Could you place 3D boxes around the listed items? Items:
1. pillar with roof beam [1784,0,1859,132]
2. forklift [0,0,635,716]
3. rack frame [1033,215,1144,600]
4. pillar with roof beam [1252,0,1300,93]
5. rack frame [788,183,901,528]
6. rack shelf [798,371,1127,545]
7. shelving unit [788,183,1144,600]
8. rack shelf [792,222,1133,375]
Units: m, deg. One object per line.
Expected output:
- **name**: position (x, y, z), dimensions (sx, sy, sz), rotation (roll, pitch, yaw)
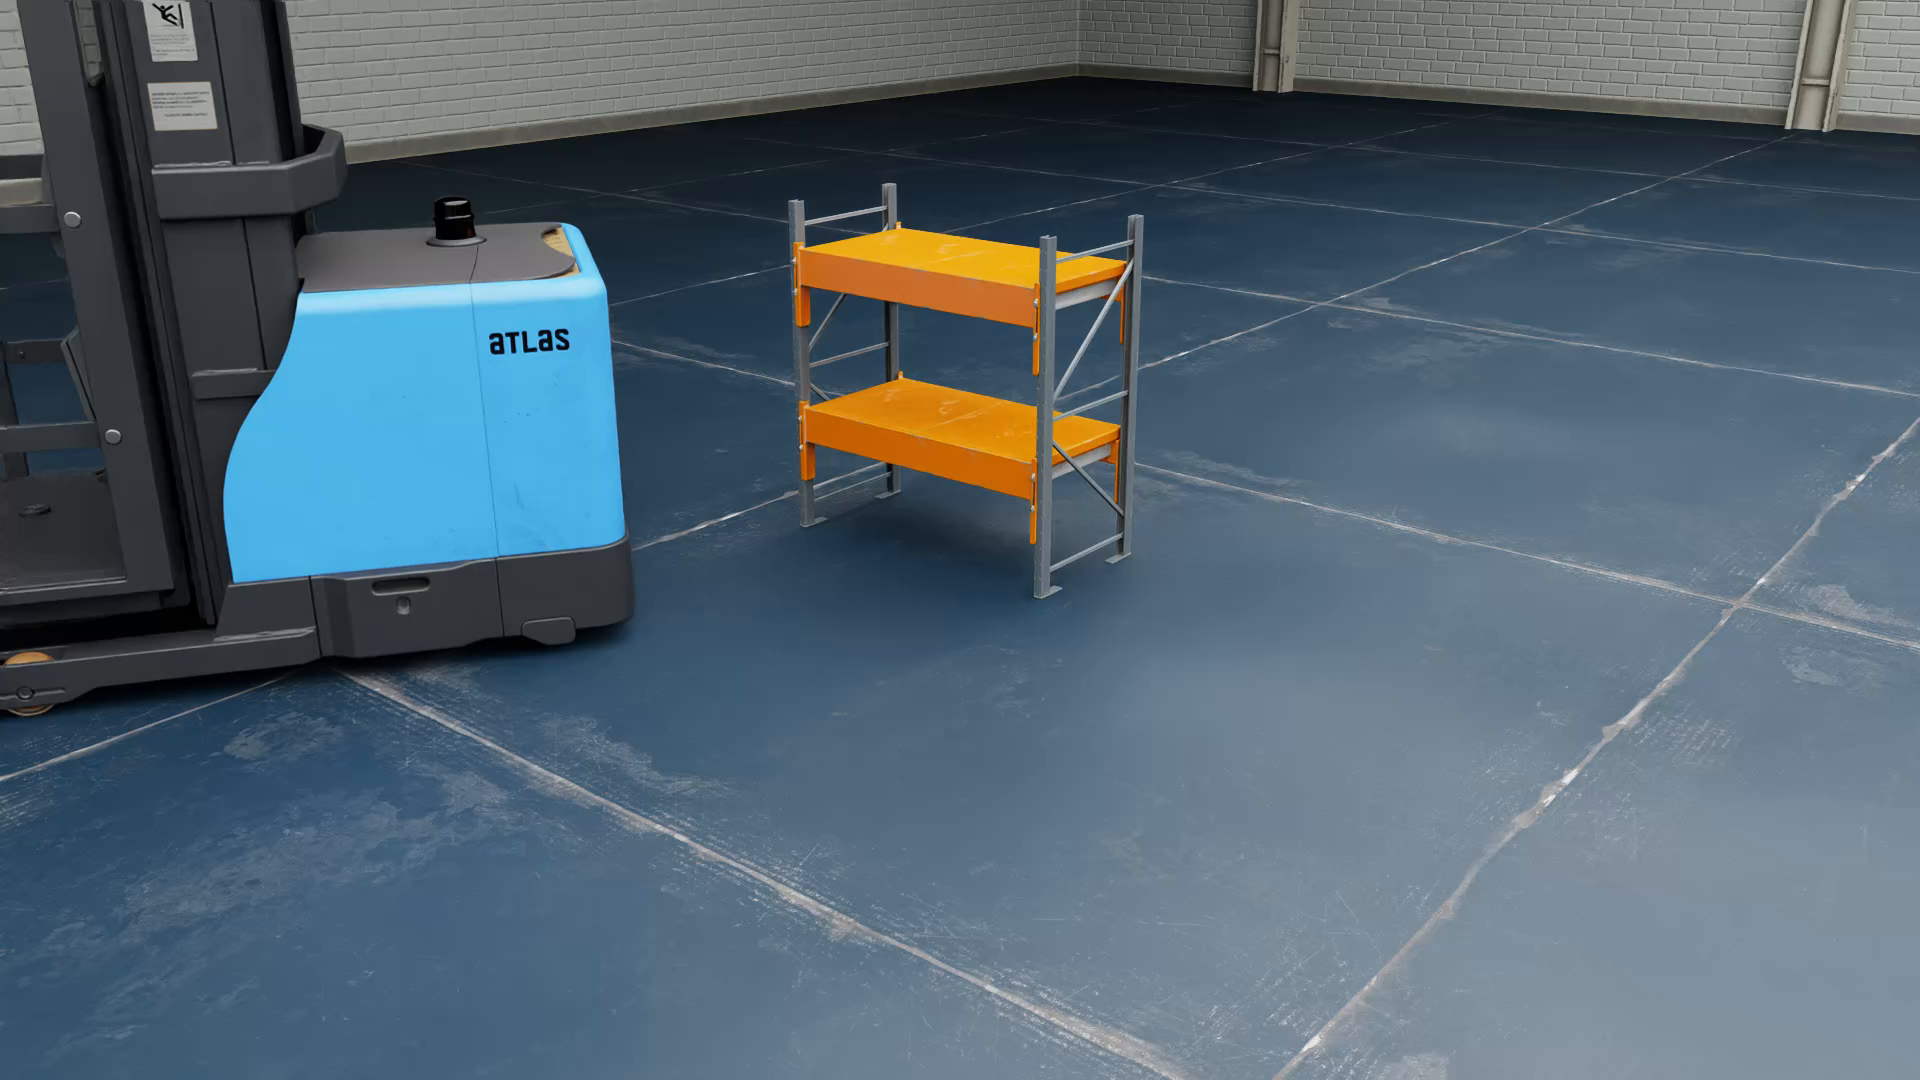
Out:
- **pillar with roof beam**: position (5.695, -7.107, 11.761), dimensions (0.400, 9.000, 9.100), rotation (16, 26, 36)
- **forklift**: position (-2.534, -1.092, 4.409), dimensions (3.031, 2.935, 1.130), rotation (-6, 21, -15)
- **rack frame**: position (0.399, -0.411, 5.165), dimensions (0.032, 1.125, 0.500), rotation (16, 26, 36)
- **pillar with roof beam**: position (1.047, -8.446, 15.311), dimensions (0.400, 9.000, 9.100), rotation (16, 26, 36)
- **rack frame**: position (-0.389, -0.638, 5.766), dimensions (0.032, 1.125, 0.500), rotation (16, 26, 36)
- **rack shelf**: position (0.005, -0.296, 5.552), dimensions (1.000, 0.278, 0.538), rotation (16, 26, 36)
- **shelving unit**: position (0.005, -0.525, 5.466), dimensions (1.048, 1.125, 0.538), rotation (16, 26, 36)
- **rack shelf**: position (0.005, -0.799, 5.362), dimensions (1.000, 0.278, 0.538), rotation (16, 26, 36)
